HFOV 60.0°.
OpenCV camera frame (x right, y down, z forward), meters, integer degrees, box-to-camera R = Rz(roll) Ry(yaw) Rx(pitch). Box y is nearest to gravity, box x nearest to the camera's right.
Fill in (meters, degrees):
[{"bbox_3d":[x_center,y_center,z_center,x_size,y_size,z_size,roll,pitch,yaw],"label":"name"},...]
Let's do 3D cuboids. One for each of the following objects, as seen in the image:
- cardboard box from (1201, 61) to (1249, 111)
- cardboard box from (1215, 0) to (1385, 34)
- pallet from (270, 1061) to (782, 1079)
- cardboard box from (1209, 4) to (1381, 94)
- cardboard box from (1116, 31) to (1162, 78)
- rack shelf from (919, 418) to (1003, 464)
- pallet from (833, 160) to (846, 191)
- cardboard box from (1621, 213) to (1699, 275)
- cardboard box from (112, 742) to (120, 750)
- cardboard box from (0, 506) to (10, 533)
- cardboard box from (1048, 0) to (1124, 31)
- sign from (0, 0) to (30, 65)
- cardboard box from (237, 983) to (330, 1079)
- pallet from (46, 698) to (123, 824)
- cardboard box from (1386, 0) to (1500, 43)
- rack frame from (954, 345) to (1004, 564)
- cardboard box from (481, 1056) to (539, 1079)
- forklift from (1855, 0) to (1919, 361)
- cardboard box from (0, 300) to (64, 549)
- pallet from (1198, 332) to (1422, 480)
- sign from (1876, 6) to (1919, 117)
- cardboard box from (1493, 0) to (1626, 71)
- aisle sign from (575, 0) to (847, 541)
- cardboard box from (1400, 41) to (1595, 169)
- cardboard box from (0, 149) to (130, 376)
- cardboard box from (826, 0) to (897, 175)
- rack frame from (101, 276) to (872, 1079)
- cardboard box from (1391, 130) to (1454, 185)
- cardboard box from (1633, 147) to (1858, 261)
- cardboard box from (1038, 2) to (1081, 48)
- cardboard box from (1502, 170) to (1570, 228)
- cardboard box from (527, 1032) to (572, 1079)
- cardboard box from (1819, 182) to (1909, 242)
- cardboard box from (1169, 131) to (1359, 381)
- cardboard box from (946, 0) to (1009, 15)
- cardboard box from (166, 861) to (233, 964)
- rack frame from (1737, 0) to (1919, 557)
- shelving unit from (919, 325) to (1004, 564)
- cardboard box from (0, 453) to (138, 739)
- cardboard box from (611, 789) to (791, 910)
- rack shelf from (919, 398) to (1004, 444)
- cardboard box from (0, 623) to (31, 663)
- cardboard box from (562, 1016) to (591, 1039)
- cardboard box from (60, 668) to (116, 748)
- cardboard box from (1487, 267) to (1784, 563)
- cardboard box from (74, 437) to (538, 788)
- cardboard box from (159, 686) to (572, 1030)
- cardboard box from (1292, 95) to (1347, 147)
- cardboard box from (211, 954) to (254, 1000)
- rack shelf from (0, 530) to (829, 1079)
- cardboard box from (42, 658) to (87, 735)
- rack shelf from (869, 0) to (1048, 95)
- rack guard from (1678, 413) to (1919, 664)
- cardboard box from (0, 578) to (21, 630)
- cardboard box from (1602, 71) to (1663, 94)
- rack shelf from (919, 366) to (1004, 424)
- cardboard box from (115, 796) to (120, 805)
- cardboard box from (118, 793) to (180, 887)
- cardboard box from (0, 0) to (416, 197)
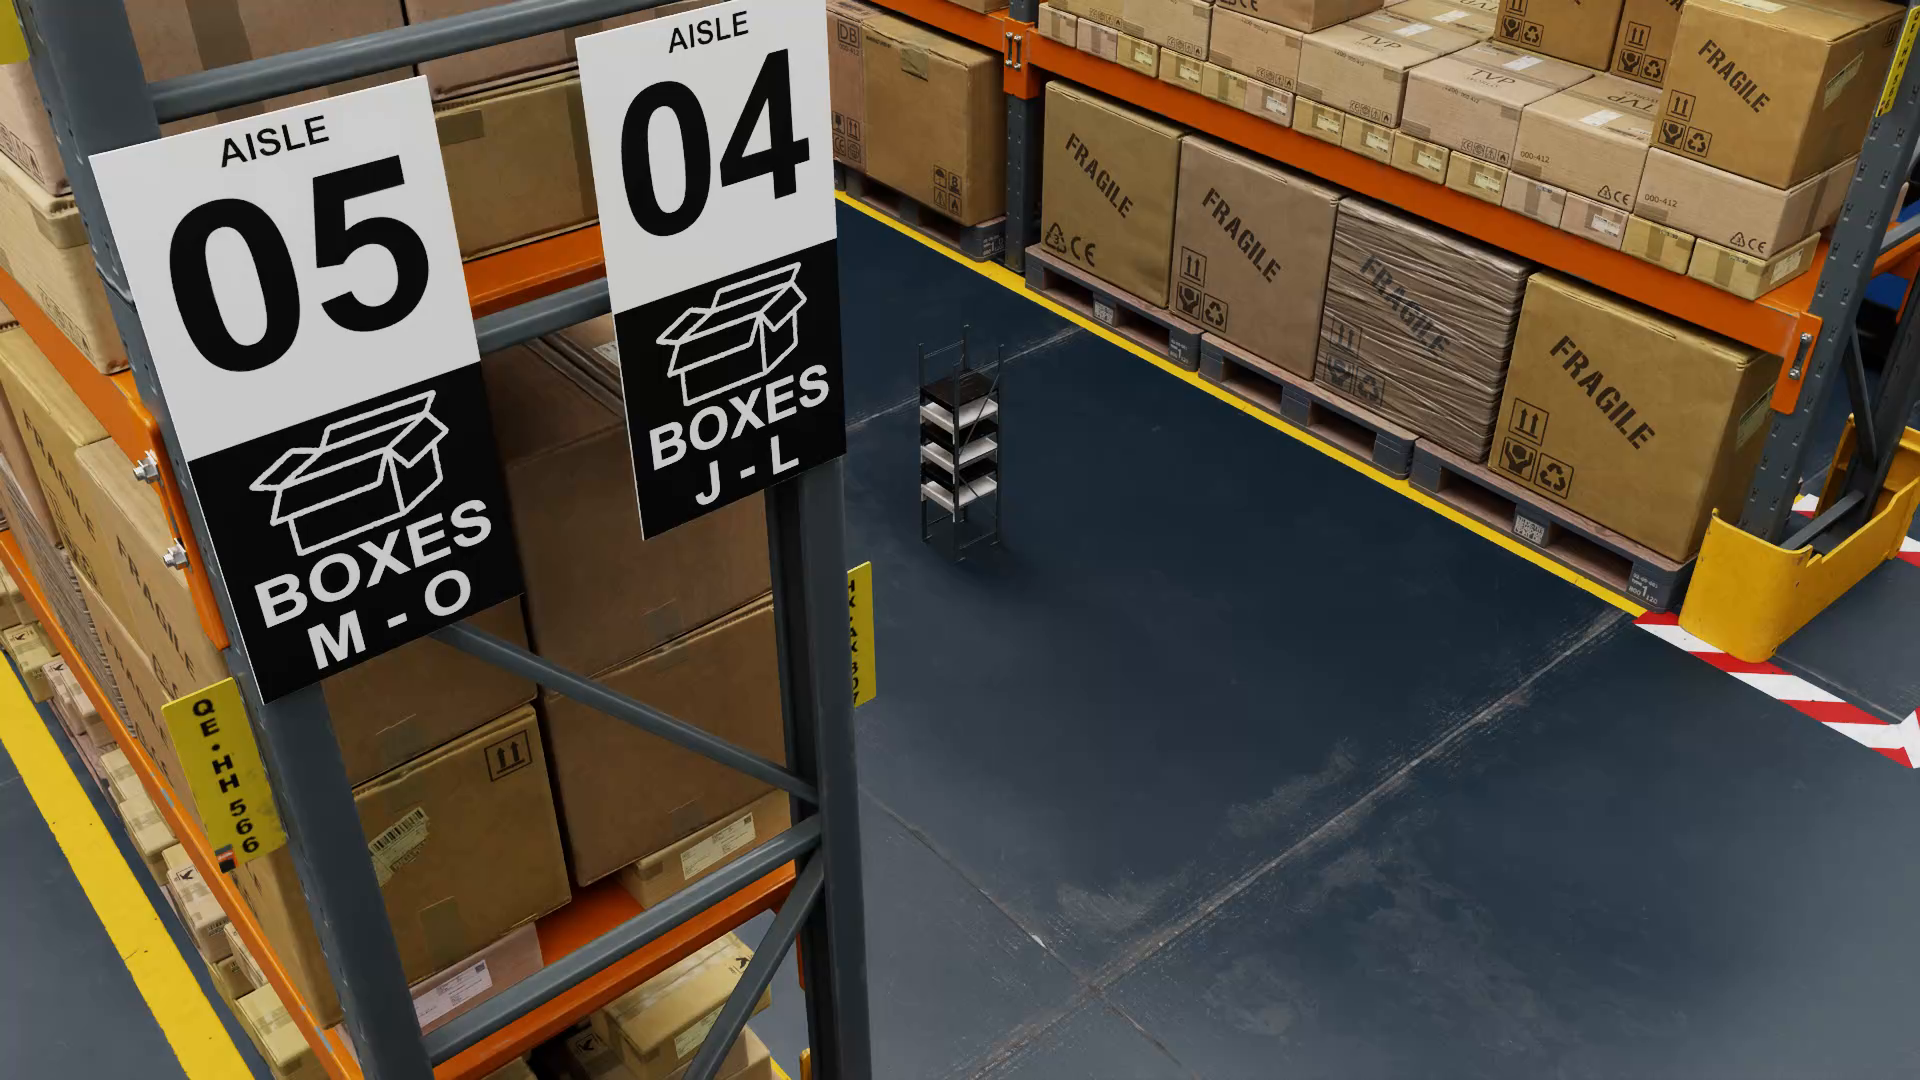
[{"bbox_3d":[1.268,-2.007,7.206,0.380,0.149,0.250,-27,43,-32],"label":"cardboard box"},{"bbox_3d":[1.420,-2.436,6.818,0.500,0.500,0.500,-28,44,-33],"label":"cardboard box"},{"bbox_3d":[-1.164,1.479,4.479,1.003,0.211,1.213,-26,43,-32],"label":"pallet"},{"bbox_3d":[1.414,-2.132,7.037,0.500,0.250,0.500,-25,42,-31],"label":"cardboard box"},{"bbox_3d":[0.932,-2.236,7.529,0.380,0.149,0.250,-25,42,-30],"label":"cardboard box"},{"bbox_3d":[0.005,-0.410,6.452,0.258,0.077,0.200,-26,43,-32],"label":"rack shelf"},{"bbox_3d":[-0.692,-2.538,10.151,1.003,0.211,1.213,-26,43,-32],"label":"pallet"},{"bbox_3d":[2.586,-1.105,5.932,0.380,0.149,0.250,-26,43,-31],"label":"cardboard box"},{"bbox_3d":[-2.462,0.553,5.219,0.380,0.149,0.250,-24,42,-30],"label":"cardboard box"},{"bbox_3d":[-2.450,-0.417,4.400,0.500,0.500,0.500,-27,43,-33],"label":"cardboard box"},{"bbox_3d":[0.758,-2.580,7.670,0.500,0.250,0.500,-27,43,-33],"label":"cardboard box"},{"bbox_3d":[-1.055,-0.641,1.698,0.100,0.325,0.005,-26,43,-32],"label":"sign"},{"bbox_3d":[-1.536,1.157,4.109,0.380,0.149,0.250,-27,43,-33],"label":"cardboard box"},{"bbox_3d":[-2.739,0.402,6.000,1.003,0.211,1.213,-26,43,-32],"label":"pallet"},{"bbox_3d":[2.130,-2.110,7.007,0.500,0.250,0.500,-27,43,-33],"label":"cardboard box"},{"bbox_3d":[0.071,-0.319,6.421,0.240,0.900,0.006,-26,43,-32],"label":"rack frame"},{"bbox_3d":[-1.153,1.357,3.828,0.380,0.149,0.250,-25,43,-31],"label":"cardboard box"},{"bbox_3d":[4.367,-2.500,7.744,1.130,2.935,3.031,-23,41,-29],"label":"forklift"},{"bbox_3d":[-1.773,-0.383,3.486,0.500,0.500,0.500,-24,42,-30],"label":"cardboard box"},{"bbox_3d":[1.877,-0.783,7.673,1.003,0.211,1.213,-26,43,-32],"label":"pallet"},{"bbox_3d":[2.813,-1.432,4.969,0.100,0.325,0.005,-26,43,-32],"label":"sign"},{"bbox_3d":[2.471,-2.185,6.463,0.500,0.500,0.500,-27,44,-33],"label":"cardboard box"},{"bbox_3d":[-0.342,-0.394,2.462,0.394,0.787,0.004,-26,43,-32],"label":"aisle sign"},{"bbox_3d":[2.065,-1.683,6.403,0.500,0.250,0.500,-28,44,-33],"label":"cardboard box"},{"bbox_3d":[-1.114,-0.518,2.421,0.500,0.250,0.500,-27,43,-33],"label":"cardboard box"},{"bbox_3d":[-0.351,-2.798,9.581,1.225,0.875,0.875,-28,44,-33],"label":"cardboard box"},{"bbox_3d":[-0.618,0.747,3.100,1.000,3.000,0.127,-26,43,-32],"label":"rack frame"},{"bbox_3d":[1.927,-1.555,6.568,0.380,0.149,0.250,-26,43,-32],"label":"cardboard box"},{"bbox_3d":[2.721,-1.234,5.769,0.500,0.250,0.500,-27,43,-32],"label":"cardboard box"},{"bbox_3d":[0.592,-2.468,7.856,0.380,0.149,0.250,-26,43,-32],"label":"cardboard box"},{"bbox_3d":[2.263,-1.327,6.246,0.380,0.149,0.250,-25,42,-31],"label":"cardboard box"},{"bbox_3d":[-0.943,1.303,4.418,0.380,0.149,0.250,-26,43,-32],"label":"cardboard box"},{"bbox_3d":[3.259,-1.236,6.117,0.380,0.149,0.250,-25,43,-31],"label":"cardboard box"},{"bbox_3d":[1.600,-1.410,7.621,0.875,0.875,0.875,-26,43,-32],"label":"cardboard box"},{"bbox_3d":[0.144,-2.970,8.262,0.500,0.500,0.500,-26,43,-32],"label":"cardboard box"},{"bbox_3d":[-1.870,0.922,4.442,0.380,0.149,0.250,-24,42,-30],"label":"cardboard box"},{"bbox_3d":[3.236,-1.059,5.650,1.000,3.000,0.127,-26,43,-32],"label":"rack frame"},{"bbox_3d":[0.005,-0.364,6.485,0.258,0.900,0.210,-26,43,-32],"label":"shelving unit"},{"bbox_3d":[-1.768,0.032,3.765,0.500,0.500,0.500,-26,43,-32],"label":"cardboard box"},{"bbox_3d":[-0.577,0.584,3.548,0.380,0.149,0.250,-26,43,-32],"label":"cardboard box"},{"bbox_3d":[0.005,-0.483,6.400,0.258,0.077,0.200,-26,43,-32],"label":"rack shelf"},{"bbox_3d":[-3.210,0.253,5.900,0.380,0.149,0.250,-28,44,-34],"label":"cardboard box"},{"bbox_3d":[-0.894,1.148,4.379,0.380,0.149,0.250,-26,43,-32],"label":"cardboard box"},{"bbox_3d":[-2.514,0.446,5.114,0.380,0.149,0.250,-25,42,-31],"label":"cardboard box"},{"bbox_3d":[2.762,-0.616,6.499,0.875,0.875,0.875,-26,43,-32],"label":"cardboard box"},{"bbox_3d":[-1.103,0.067,2.851,0.500,0.500,0.500,-27,43,-33],"label":"cardboard box"},{"bbox_3d":[-1.105,0.482,3.130,0.500,0.500,0.500,-25,42,-31],"label":"cardboard box"},{"bbox_3d":[1.599,-1.780,6.885,0.380,0.149,0.250,-27,44,-33],"label":"cardboard box"},{"bbox_3d":[-1.857,1.038,4.535,0.380,0.149,0.250,-25,42,-31],"label":"cardboard box"},{"bbox_3d":[-1.909,0.157,4.555,1.077,0.370,4.000,-26,43,-32],"label":"rack shelf"},{"bbox_3d":[-2.838,0.461,5.607,0.380,0.149,0.250,-26,43,-32],"label":"cardboard box"},{"bbox_3d":[-0.636,-3.414,9.598,1.077,0.370,4.000,-26,43,-32],"label":"rack shelf"},{"bbox_3d":[3.252,-0.028,6.357,1.175,0.500,0.348,-26,43,-32],"label":"rack guard"},{"bbox_3d":[-3.210,0.131,5.816,0.380,0.149,0.250,-24,42,-30],"label":"cardboard box"},{"bbox_3d":[2.792,-1.659,6.369,0.500,0.250,0.500,-27,43,-32],"label":"cardboard box"},{"bbox_3d":[0.005,-0.557,6.348,0.258,0.077,0.200,-26,43,-32],"label":"rack shelf"},{"bbox_3d":[-2.341,0.811,5.113,0.380,0.149,0.250,-27,44,-33],"label":"cardboard box"},{"bbox_3d":[-2.208,0.807,4.861,0.380,0.149,0.250,-26,43,-31],"label":"cardboard box"},{"bbox_3d":[-1.110,-0.729,2.286,0.500,0.250,0.500,-27,44,-33],"label":"cardboard box"}]
